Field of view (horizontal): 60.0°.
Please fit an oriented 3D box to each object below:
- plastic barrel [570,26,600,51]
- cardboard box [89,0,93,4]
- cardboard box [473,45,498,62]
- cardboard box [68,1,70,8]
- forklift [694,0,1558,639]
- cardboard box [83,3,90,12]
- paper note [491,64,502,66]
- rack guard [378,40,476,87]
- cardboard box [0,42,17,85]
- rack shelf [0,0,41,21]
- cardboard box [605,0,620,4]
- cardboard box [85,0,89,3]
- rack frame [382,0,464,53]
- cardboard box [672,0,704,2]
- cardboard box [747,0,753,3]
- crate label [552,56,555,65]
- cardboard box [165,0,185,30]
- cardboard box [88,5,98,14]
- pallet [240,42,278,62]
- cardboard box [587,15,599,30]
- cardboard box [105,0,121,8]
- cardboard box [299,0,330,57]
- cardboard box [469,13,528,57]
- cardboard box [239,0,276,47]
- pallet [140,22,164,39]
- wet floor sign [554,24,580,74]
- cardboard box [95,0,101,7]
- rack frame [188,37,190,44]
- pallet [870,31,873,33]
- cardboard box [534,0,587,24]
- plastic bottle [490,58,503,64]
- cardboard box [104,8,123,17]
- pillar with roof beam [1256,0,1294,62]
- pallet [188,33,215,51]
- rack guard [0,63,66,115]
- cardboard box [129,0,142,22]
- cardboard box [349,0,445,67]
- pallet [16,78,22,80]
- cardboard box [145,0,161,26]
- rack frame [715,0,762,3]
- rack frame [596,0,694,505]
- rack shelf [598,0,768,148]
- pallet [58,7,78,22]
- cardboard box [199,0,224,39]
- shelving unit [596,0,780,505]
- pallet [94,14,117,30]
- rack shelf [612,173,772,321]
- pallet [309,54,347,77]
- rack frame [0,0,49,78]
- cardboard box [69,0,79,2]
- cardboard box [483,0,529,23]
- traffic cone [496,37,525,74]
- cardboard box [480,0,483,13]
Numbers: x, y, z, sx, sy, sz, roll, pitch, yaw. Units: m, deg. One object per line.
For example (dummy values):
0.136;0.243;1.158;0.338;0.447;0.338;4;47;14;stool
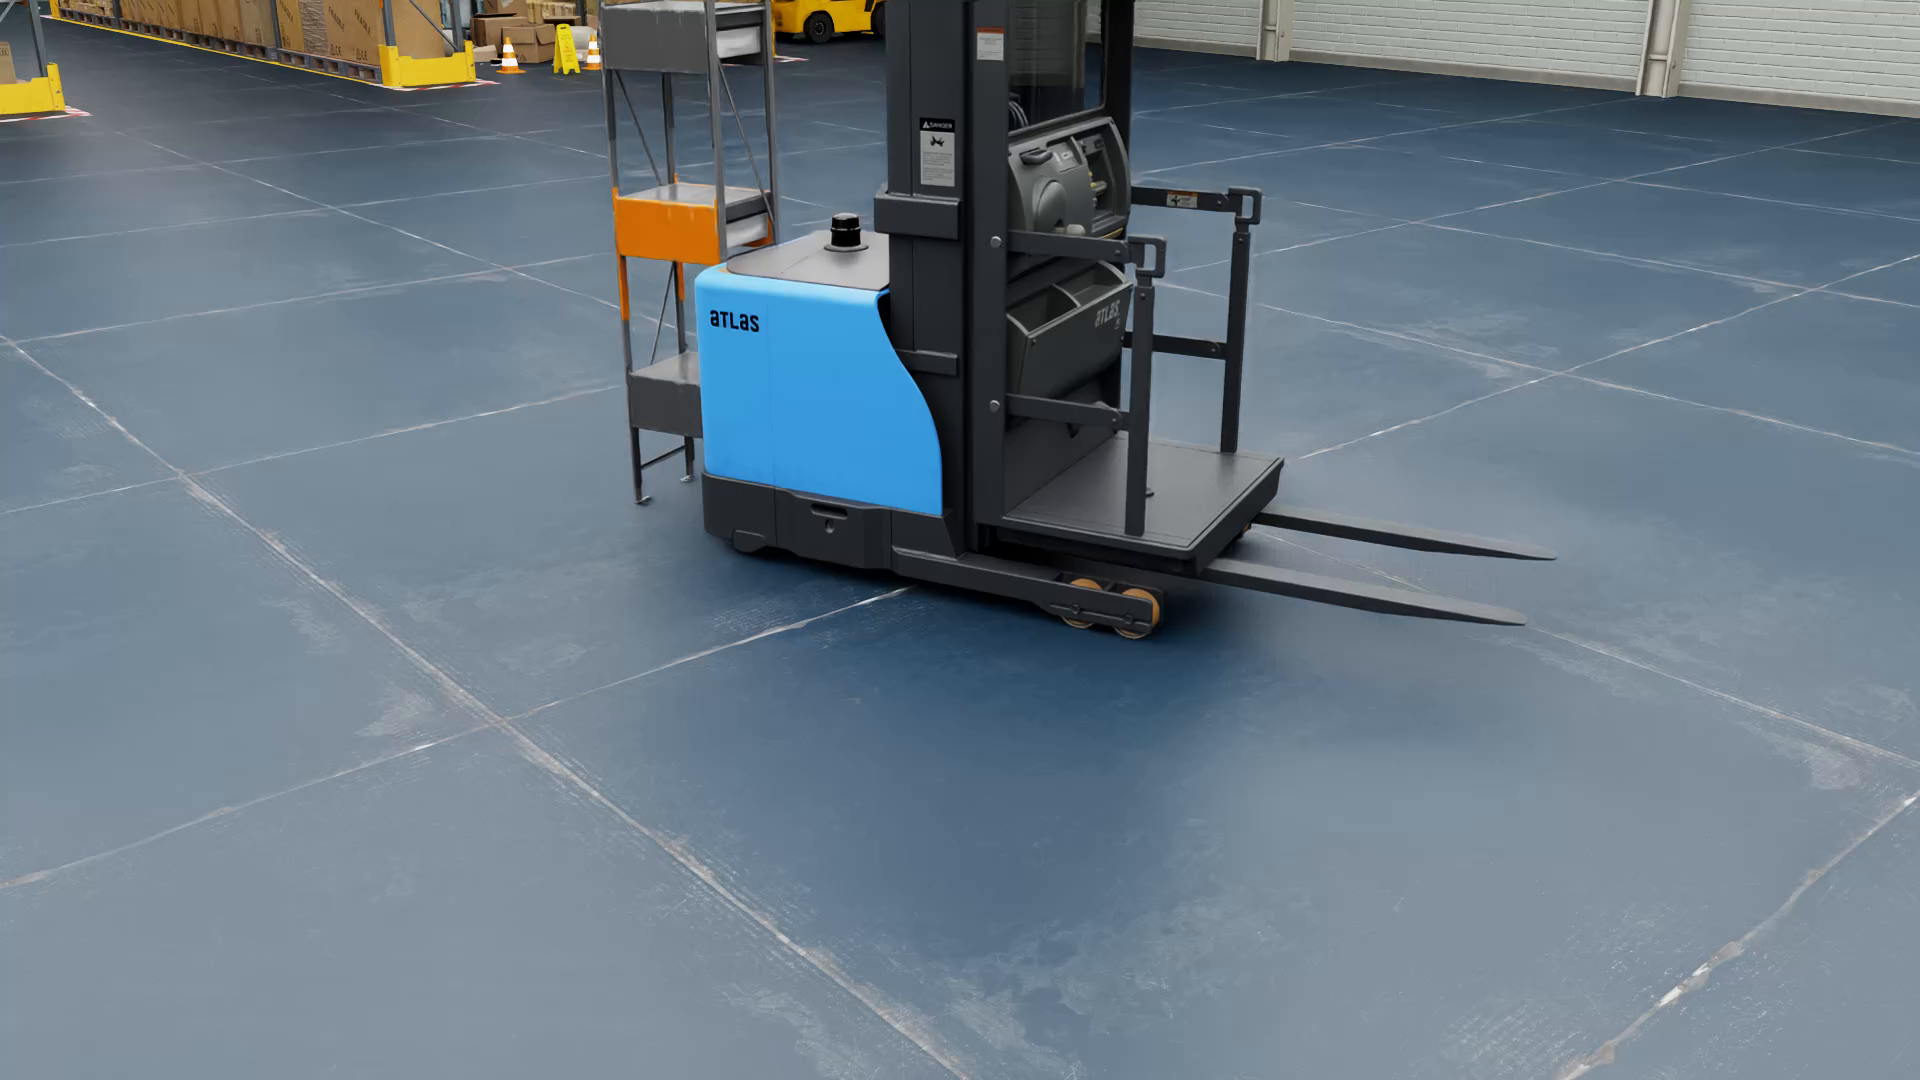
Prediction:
-5.755;-7.598;25.303;0.512;0.421;0.421;0;21;-1;plastic barrel
-16.027;-10.094;31.067;0.380;0.149;0.250;-19;28;-40;cardboard box
-7.037;-7.177;24.444;0.396;0.266;0.258;-12;25;-28;cardboard box
-17.055;-10.396;32.248;0.380;0.149;0.250;-18;27;-38;cardboard box
0.567;-1.251;5.659;3.031;2.935;1.130;10;24;25;forklift
-16.268;-10.025;31.299;0.380;0.149;0.250;-17;27;-37;cardboard box
-6.654;-6.824;23.867;0.144;0.017;0.142;-8;23;-19;paper note
-6.928;-6.211;21.656;1.175;0.500;0.348;-17;27;-37;rack guard
-11.162;-5.437;19.103;0.500;0.500;0.500;-12;24;-28;cardboard box
-12.072;-6.446;19.815;1.077;0.370;4.000;-17;27;-37;rack shelf
-5.331;-8.585;26.456;0.500;0.500;0.500;-16;27;-35;cardboard box
-16.338;-10.255;31.478;0.380;0.149;0.250;-16;26;-35;cardboard box
-6.943;-7.381;21.217;1.000;3.000;0.127;-17;27;-37;rack frame
-3.980;-8.011;24.991;0.500;0.500;0.500;-17;27;-37;cardboard box
-3.894;-10.716;32.411;0.875;0.625;0.625;-16;27;-36;cardboard box
-5.697;-6.911;23.940;0.298;0.136;0.250;7;23;18;crate label
-12.793;-8.743;27.545;0.500;0.500;0.500;-18;27;-38;cardboard box
-15.966;-9.878;30.925;0.380;0.149;0.250;-18;27;-38;cardboard box
-10.115;-7.383;25.045;1.003;0.211;1.213;-17;27;-37;pallet
-5.690;-8.381;26.963;0.500;0.250;0.500;-19;28;-40;cardboard box
-15.223;-9.715;30.100;0.380;0.149;0.250;-17;27;-36;cardboard box
-8.606;-7.254;23.230;0.875;0.875;0.875;-17;27;-37;cardboard box
-6.941;-7.628;25.082;0.797;0.637;0.503;-17;27;-37;cardboard box
-10.028;-7.785;24.755;1.050;0.750;0.750;-18;27;-38;cardboard box
-13.467;-8.846;28.781;1.003;0.211;1.213;-17;27;-37;pallet
-5.425;-6.749;22.829;0.232;0.644;0.267;17;27;36;wet floor sign
-15.597;-9.856;30.461;0.380;0.149;0.250;-19;28;-39;cardboard box
-12.165;-9.592;26.860;1.000;3.000;0.127;-17;27;-37;rack frame
-0.825;-9.010;29.199;1.003;0.211;1.213;-17;27;-37;pallet
-6.687;-9.007;28.394;0.950;0.372;0.625;-15;26;-34;cardboard box
-6.730;-6.963;24.178;0.283;0.061;0.133;12;24;27;plastic bottle
-15.291;-9.592;30.195;0.380;0.149;0.250;-17;27;-37;cardboard box
1.382;-10.288;20.412;9.100;9.000;0.400;-17;27;-37;pillar with roof beam
-11.708;-8.057;26.767;1.003;0.211;1.213;-17;27;-37;pallet
-10.817;-5.086;18.783;1.175;0.500;0.348;-17;27;-37;rack guard
-14.148;-9.315;29.006;0.500;0.500;0.500;-16;26;-35;cardboard box
-7.436;-6.759;21.966;0.875;0.875;0.875;-17;27;-37;cardboard box
-12.112;-5.521;20.290;1.003;0.211;1.213;-17;27;-37;pallet
-13.487;-9.029;28.276;0.500;0.500;0.500;-19;28;-40;cardboard box
-3.259;-8.588;24.297;1.000;3.000;0.127;-17;27;-37;rack frame
-1.245;-1.188;6.637;0.015;2.100;0.400;10;24;25;rack frame
-1.027;-1.787;6.284;0.480;0.518;0.431;10;24;25;rack shelf
-16.834;-10.250;32.364;1.003;0.211;1.213;-17;27;-37;pallet
-11.263;-8.309;26.095;1.050;0.750;0.750;-17;27;-37;cardboard box
-1.027;-1.148;6.535;0.503;2.100;0.431;10;24;25;shelving unit
-15.242;-9.576;30.642;1.003;0.211;1.213;-17;27;-37;pallet
-1.027;-1.135;6.540;0.480;0.518;0.431;10;24;25;rack shelf
-8.317;-6.622;23.102;1.003;0.211;1.213;-17;27;-37;pallet
-10.767;-6.229;18.274;1.000;3.000;0.127;-17;27;-37;rack frame
-16.792;-10.370;31.773;0.380;0.149;0.250;-16;27;-36;cardboard box
-7.199;-8.449;26.333;0.500;0.500;0.500;-17;27;-37;cardboard box
-6.214;-6.685;22.917;0.336;0.463;0.334;-17;27;-37;traffic cone
-8.120;-9.611;29.938;0.950;0.372;0.625;-20;29;-41;cardboard box
